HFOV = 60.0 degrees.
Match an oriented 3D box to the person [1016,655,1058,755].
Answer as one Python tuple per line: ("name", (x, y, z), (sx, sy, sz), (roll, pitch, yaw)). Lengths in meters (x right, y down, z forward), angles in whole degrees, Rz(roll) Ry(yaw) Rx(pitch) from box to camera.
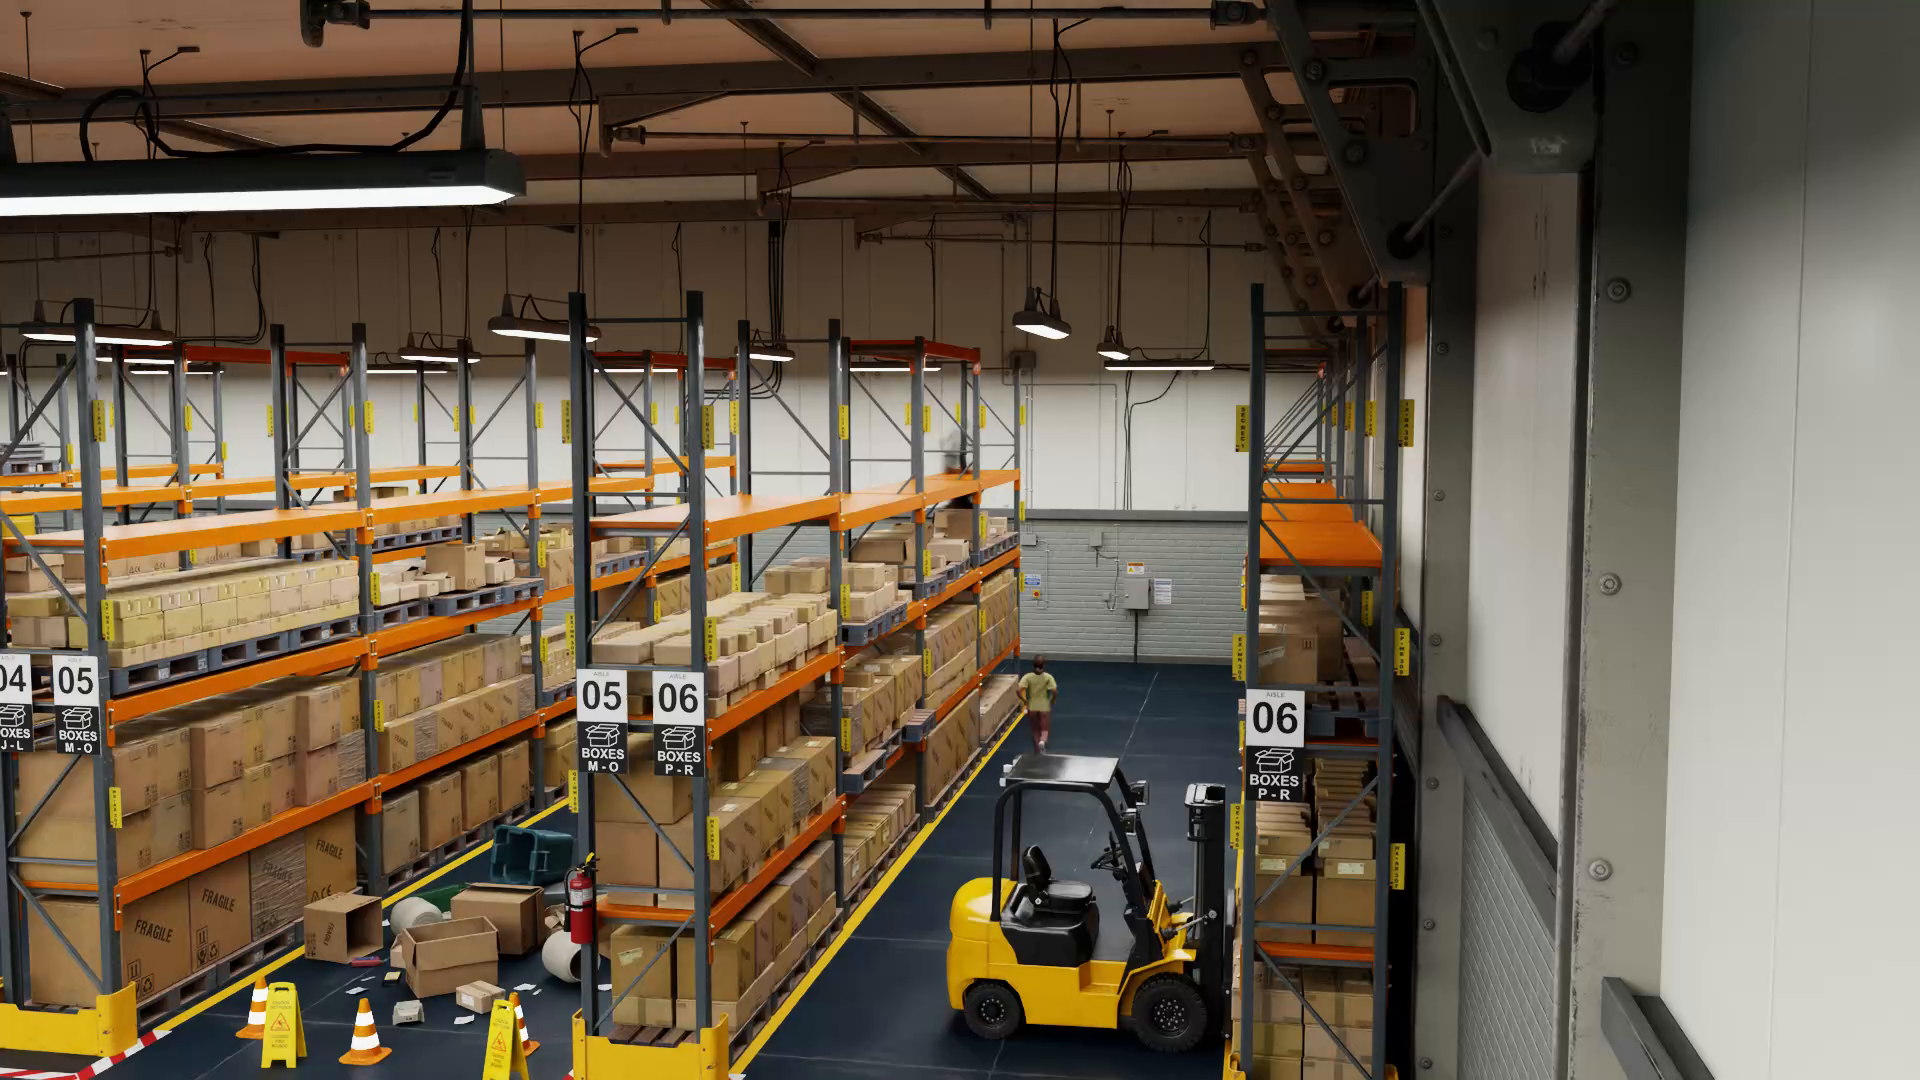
("person", (1.114, 2.456, 23.822), (0.595, 1.606, 0.699), (1, 5, 8))
